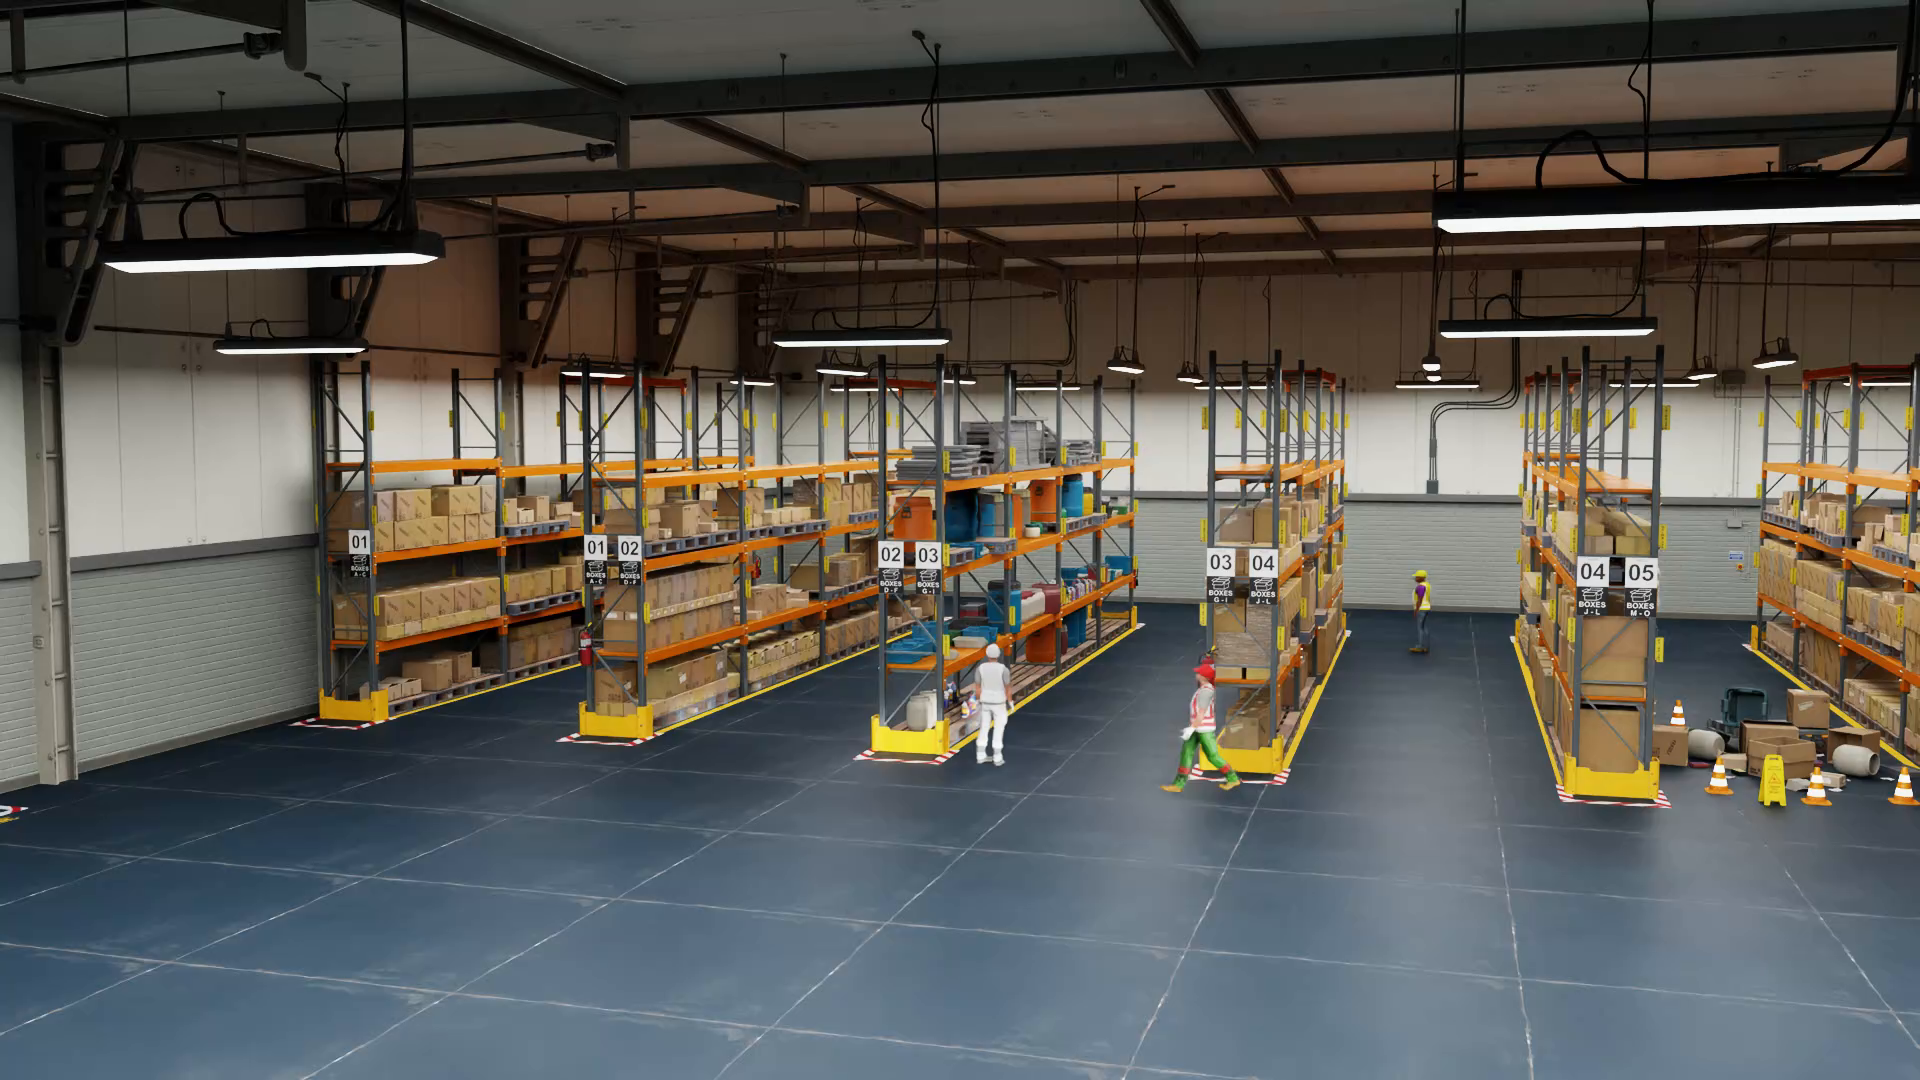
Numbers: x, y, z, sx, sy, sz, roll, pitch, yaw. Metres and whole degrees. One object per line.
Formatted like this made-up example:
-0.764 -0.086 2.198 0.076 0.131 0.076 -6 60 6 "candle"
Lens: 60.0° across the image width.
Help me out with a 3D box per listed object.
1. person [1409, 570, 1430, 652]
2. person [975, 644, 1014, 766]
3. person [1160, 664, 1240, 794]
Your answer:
9.966 1.530 36.058 0.393 1.767 0.647 2 5 31 "person"
0.483 2.387 24.210 0.567 1.783 0.453 3 5 34 "person"
3.238 2.535 22.259 1.052 1.756 0.486 -1 4 -14 "person"
